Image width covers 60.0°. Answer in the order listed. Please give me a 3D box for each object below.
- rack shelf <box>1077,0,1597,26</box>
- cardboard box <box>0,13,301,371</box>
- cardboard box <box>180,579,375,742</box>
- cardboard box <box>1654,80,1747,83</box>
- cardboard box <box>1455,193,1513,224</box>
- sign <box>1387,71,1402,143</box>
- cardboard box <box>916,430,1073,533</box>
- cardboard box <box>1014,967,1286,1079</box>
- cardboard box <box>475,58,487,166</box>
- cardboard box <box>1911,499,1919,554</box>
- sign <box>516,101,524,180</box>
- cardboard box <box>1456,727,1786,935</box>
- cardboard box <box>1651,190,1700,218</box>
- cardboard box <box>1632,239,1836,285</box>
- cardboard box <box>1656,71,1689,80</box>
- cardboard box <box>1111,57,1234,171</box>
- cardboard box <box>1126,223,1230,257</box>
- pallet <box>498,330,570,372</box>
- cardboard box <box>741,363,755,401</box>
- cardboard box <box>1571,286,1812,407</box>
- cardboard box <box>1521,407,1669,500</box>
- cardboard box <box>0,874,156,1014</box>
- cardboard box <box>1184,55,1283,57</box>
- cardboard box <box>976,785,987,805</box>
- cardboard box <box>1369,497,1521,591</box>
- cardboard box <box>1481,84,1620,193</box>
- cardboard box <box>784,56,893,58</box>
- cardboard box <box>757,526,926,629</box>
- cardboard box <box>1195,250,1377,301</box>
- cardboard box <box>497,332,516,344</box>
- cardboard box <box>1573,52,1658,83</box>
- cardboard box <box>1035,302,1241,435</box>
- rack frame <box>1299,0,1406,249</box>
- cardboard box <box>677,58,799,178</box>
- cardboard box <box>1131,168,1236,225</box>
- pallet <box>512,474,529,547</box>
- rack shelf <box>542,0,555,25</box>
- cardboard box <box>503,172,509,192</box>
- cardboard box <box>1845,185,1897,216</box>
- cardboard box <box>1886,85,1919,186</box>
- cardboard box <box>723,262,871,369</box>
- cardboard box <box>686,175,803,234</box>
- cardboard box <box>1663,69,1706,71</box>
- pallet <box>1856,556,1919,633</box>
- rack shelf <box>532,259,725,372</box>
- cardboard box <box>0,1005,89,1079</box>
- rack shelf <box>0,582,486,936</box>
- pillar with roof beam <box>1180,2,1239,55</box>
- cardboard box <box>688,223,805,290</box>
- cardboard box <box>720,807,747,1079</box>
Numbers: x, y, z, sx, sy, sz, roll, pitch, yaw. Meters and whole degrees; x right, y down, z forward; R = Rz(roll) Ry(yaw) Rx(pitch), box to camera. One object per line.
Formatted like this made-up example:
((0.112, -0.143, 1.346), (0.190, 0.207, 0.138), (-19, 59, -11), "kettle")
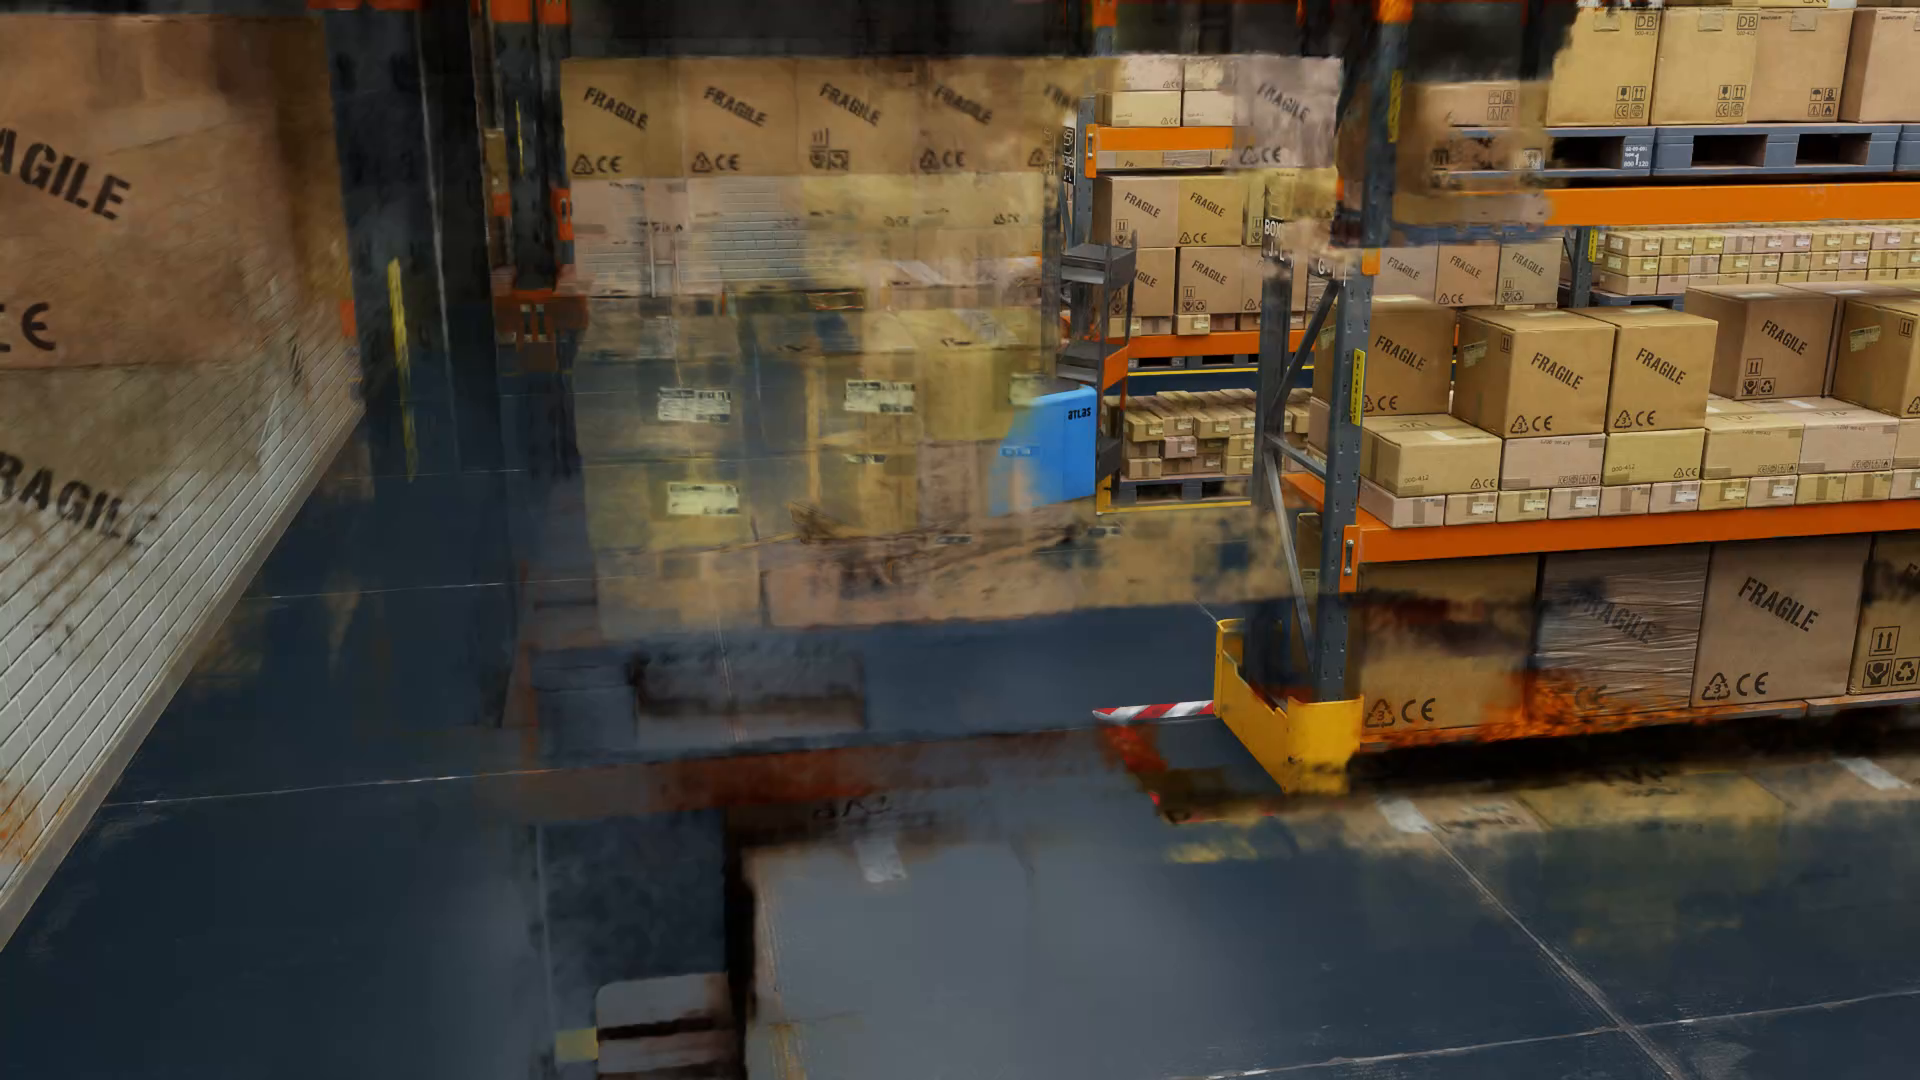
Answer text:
((8.629, -6.310, 23.364), (4.000, 0.370, 1.077), (-3, 17, -10), "rack shelf")
((4.311, -2.598, 12.781), (0.500, 0.500, 0.500), (-4, 17, -12), "cardboard box")
((4.486, -1.831, 13.091), (0.250, 0.149, 0.380), (-3, 17, -11), "cardboard box")
((9.541, -4.265, 19.197), (0.500, 0.500, 0.500), (-4, 18, -13), "cardboard box")
((8.249, -3.729, 18.558), (0.250, 0.149, 0.380), (-4, 18, -14), "cardboard box")
((7.719, -4.072, 17.988), (0.005, 0.325, 0.100), (-3, 17, -10), "sign")
((5.703, -2.176, 12.993), (0.250, 0.149, 0.380), (-3, 17, -9), "cardboard box")
((6.017, -1.035, 13.613), (0.500, 0.500, 0.500), (-2, 17, -8), "cardboard box")
((3.170, -4.024, 17.933), (0.500, 0.500, 0.500), (-3, 17, -10), "cardboard box")
((7.510, -2.137, 13.373), (0.250, 0.149, 0.380), (-3, 17, -11), "cardboard box")
((3.790, -3.747, 17.294), (0.005, 0.325, 0.100), (-3, 17, -10), "sign")
((7.031, -1.452, 13.697), (0.500, 0.250, 0.500), (-3, 17, -9), "cardboard box")
((9.292, -3.804, 18.800), (0.250, 0.149, 0.380), (-3, 17, -8), "cardboard box")
((7.393, -2.609, 13.898), (0.250, 0.149, 0.380), (-4, 18, -13), "cardboard box")
((11.450, -5.821, 23.875), (0.250, 0.149, 0.380), (-4, 17, -11), "cardboard box")
((6.651, -4.069, 18.077), (0.500, 0.500, 0.500), (-3, 17, -9), "cardboard box")
((6.665, -3.471, 18.258), (0.500, 0.250, 0.500), (-3, 17, -9), "cardboard box")
((2.064, -3.515, 22.897), (1.213, 0.211, 1.003), (-3, 17, -10), "pallet")
((5.333, -2.351, 13.563), (0.250, 0.149, 0.380), (-3, 17, -10), "cardboard box")
((6.985, -2.391, 13.187), (0.250, 0.149, 0.380), (-2, 17, -8), "cardboard box")
((6.731, -2.234, 13.182), (0.250, 0.149, 0.380), (-4, 17, -12), "cardboard box")
((3.823, -1.170, 13.641), (0.250, 0.149, 0.380), (-3, 17, -11), "cardboard box")
((7.080, -4.247, 18.657), (0.500, 0.500, 0.500), (-4, 17, -12), "cardboard box")
((5.912, -1.538, 13.974), (0.500, 0.250, 0.500), (-2, 17, -8), "cardboard box")
((6.477, -2.078, 13.182), (0.250, 0.149, 0.380), (-4, 17, -11), "cardboard box")
((8.607, -4.058, 18.524), (0.500, 0.500, 0.500), (-2, 17, -8), "cardboard box")
((5.082, -4.132, 18.283), (0.500, 0.500, 0.500), (-3, 17, -9), "cardboard box")
((5.467, -2.021, 12.996), (0.250, 0.149, 0.380), (-3, 17, -10), "cardboard box")
((6.359, -2.550, 13.705), (0.250, 0.149, 0.380), (-4, 18, -13), "cardboard box")
((2.247, -3.608, 22.591), (0.250, 0.149, 0.380), (-4, 17, -12), "cardboard box")
((9.163, -4.551, 19.025), (0.250, 0.149, 0.380), (-4, 18, -13), "cardboard box")
((5.966, -2.333, 12.996), (0.250, 0.149, 0.380), (-3, 17, -11), "cardboard box")
((7.611, -3.678, 18.679), (0.127, 3.000, 1.000), (-3, 17, -10), "rack frame")
((4.664, -3.959, 17.720), (0.500, 0.500, 0.500), (-3, 17, -11), "cardboard box")
((6.681, -3.716, 18.204), (0.500, 0.250, 0.500), (-4, 17, -12), "cardboard box")
((2.922, -2.103, 18.298), (1.213, 0.211, 1.003), (-3, 17, -10), "pallet")
((0.774, -5.865, 21.914), (4.000, 0.370, 1.077), (-3, 17, -10), "rack shelf")
((2.473, -4.675, 22.353), (0.250, 0.149, 0.380), (-3, 17, -10), "cardboard box")
((10.327, -3.824, 18.865), (0.250, 0.149, 0.380), (-3, 17, -10), "cardboard box")
((10.641, -4.172, 18.894), (0.500, 0.500, 0.500), (-3, 17, -10), "cardboard box")
((5.342, -2.493, 13.519), (0.250, 0.149, 0.380), (-4, 17, -12), "cardboard box")
((4.675, -3.603, 17.838), (0.500, 0.250, 0.500), (-3, 17, -10), "cardboard box")
((11.853, -5.998, 24.449), (0.250, 0.149, 0.380), (-4, 17, -11), "cardboard box")
((7.969, -2.095, 13.850), (1.003, 0.211, 1.213), (-3, 17, -10), "pallet")
((5.647, -3.223, 18.421), (4.000, 0.370, 1.077), (-3, 17, -10), "rack shelf")
((3.935, -1.020, 13.151), (0.250, 0.149, 0.380), (-3, 17, -11), "cardboard box")
((2.758, -1.579, 13.068), (4.000, 0.370, 1.077), (-3, 17, -10), "rack shelf")
((8.591, -7.068, 19.498), (0.400, 9.000, 9.100), (-3, 17, -10), "pillar with roof beam")
((4.673, -3.361, 17.902), (0.500, 0.250, 0.500), (-4, 17, -12), "cardboard box")
((5.400, -1.154, 14.002), (0.500, 0.500, 0.500), (-4, 17, -11), "cardboard box")
